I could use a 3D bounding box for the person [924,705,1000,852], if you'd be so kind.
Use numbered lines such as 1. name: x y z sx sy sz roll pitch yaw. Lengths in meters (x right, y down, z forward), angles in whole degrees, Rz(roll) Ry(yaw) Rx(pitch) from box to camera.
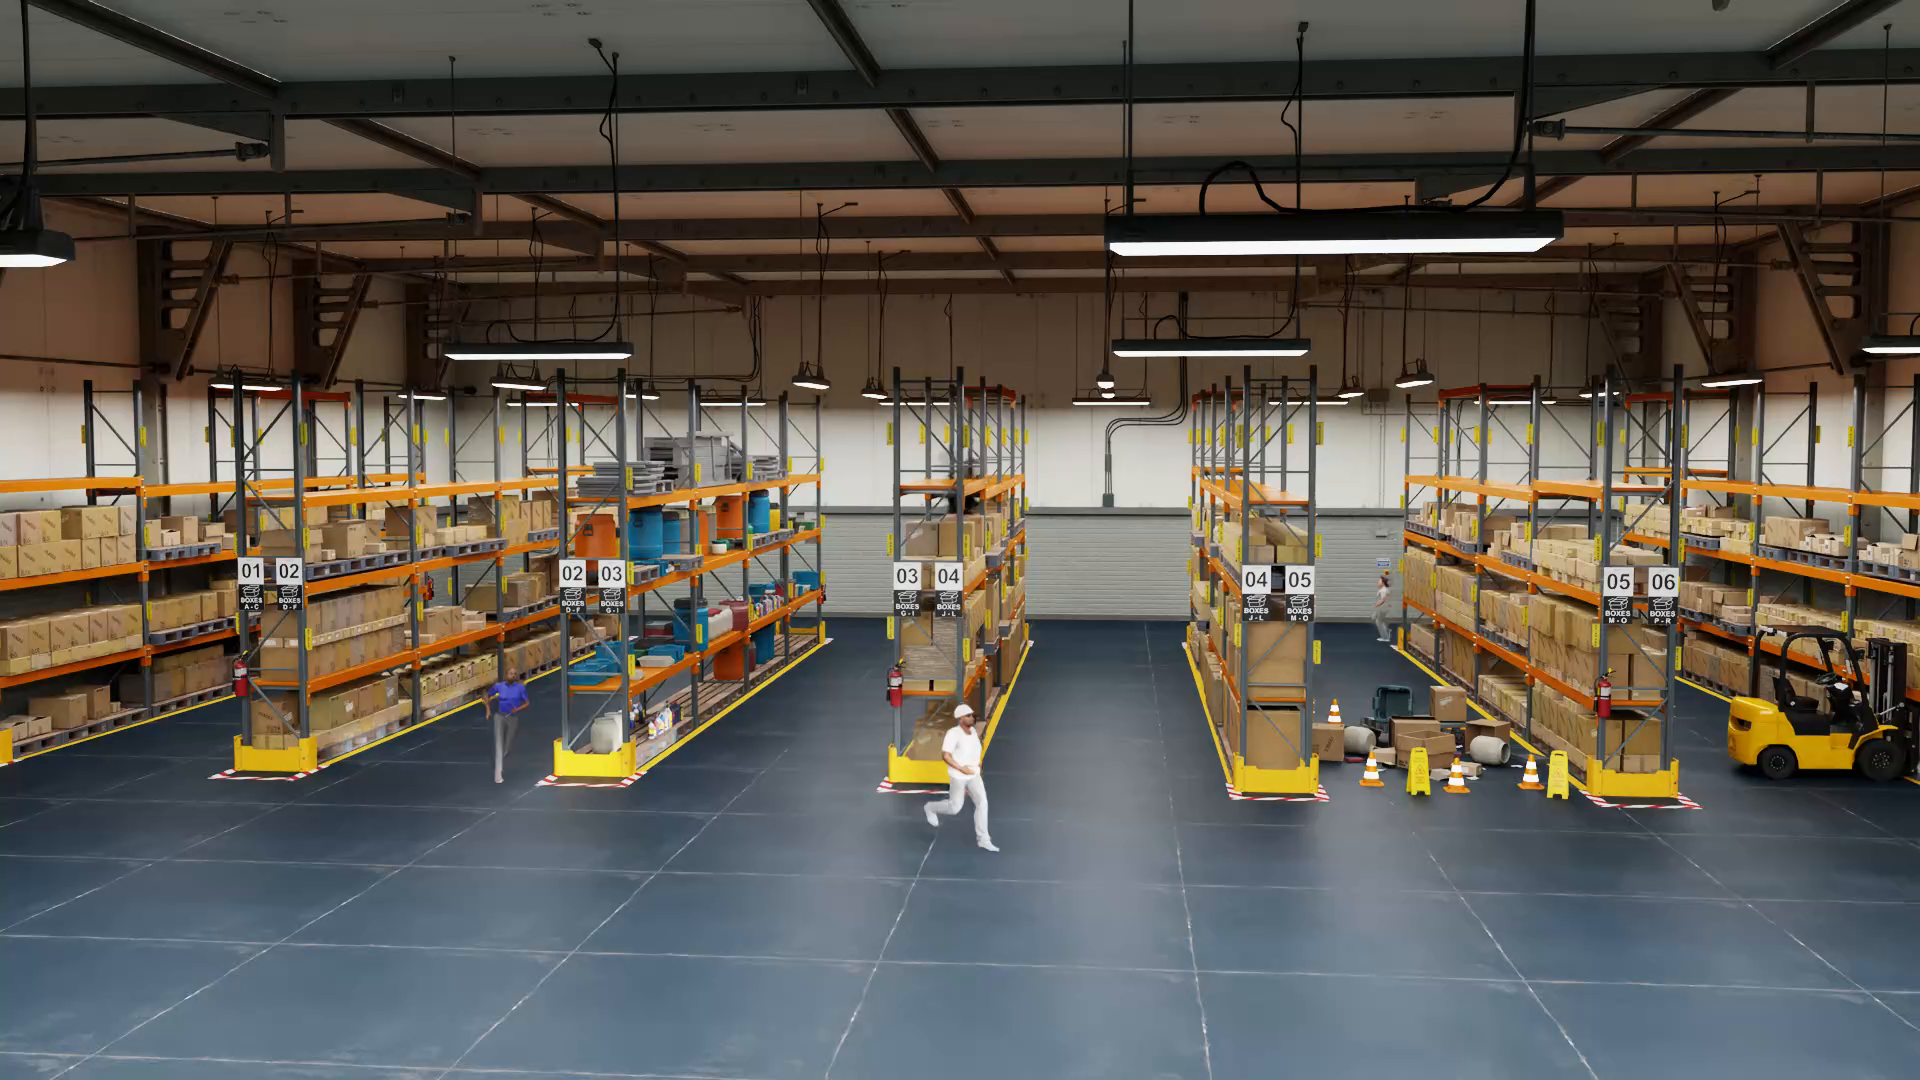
1. person: 0.015 2.886 20.328 1.090 1.757 0.672 3 5 42

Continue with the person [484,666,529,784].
1. person: -6.643 2.666 24.417 0.628 1.640 0.918 -2 4 -25

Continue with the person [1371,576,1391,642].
1. person: 10.248 1.681 40.462 0.514 1.613 0.617 1 4 13
